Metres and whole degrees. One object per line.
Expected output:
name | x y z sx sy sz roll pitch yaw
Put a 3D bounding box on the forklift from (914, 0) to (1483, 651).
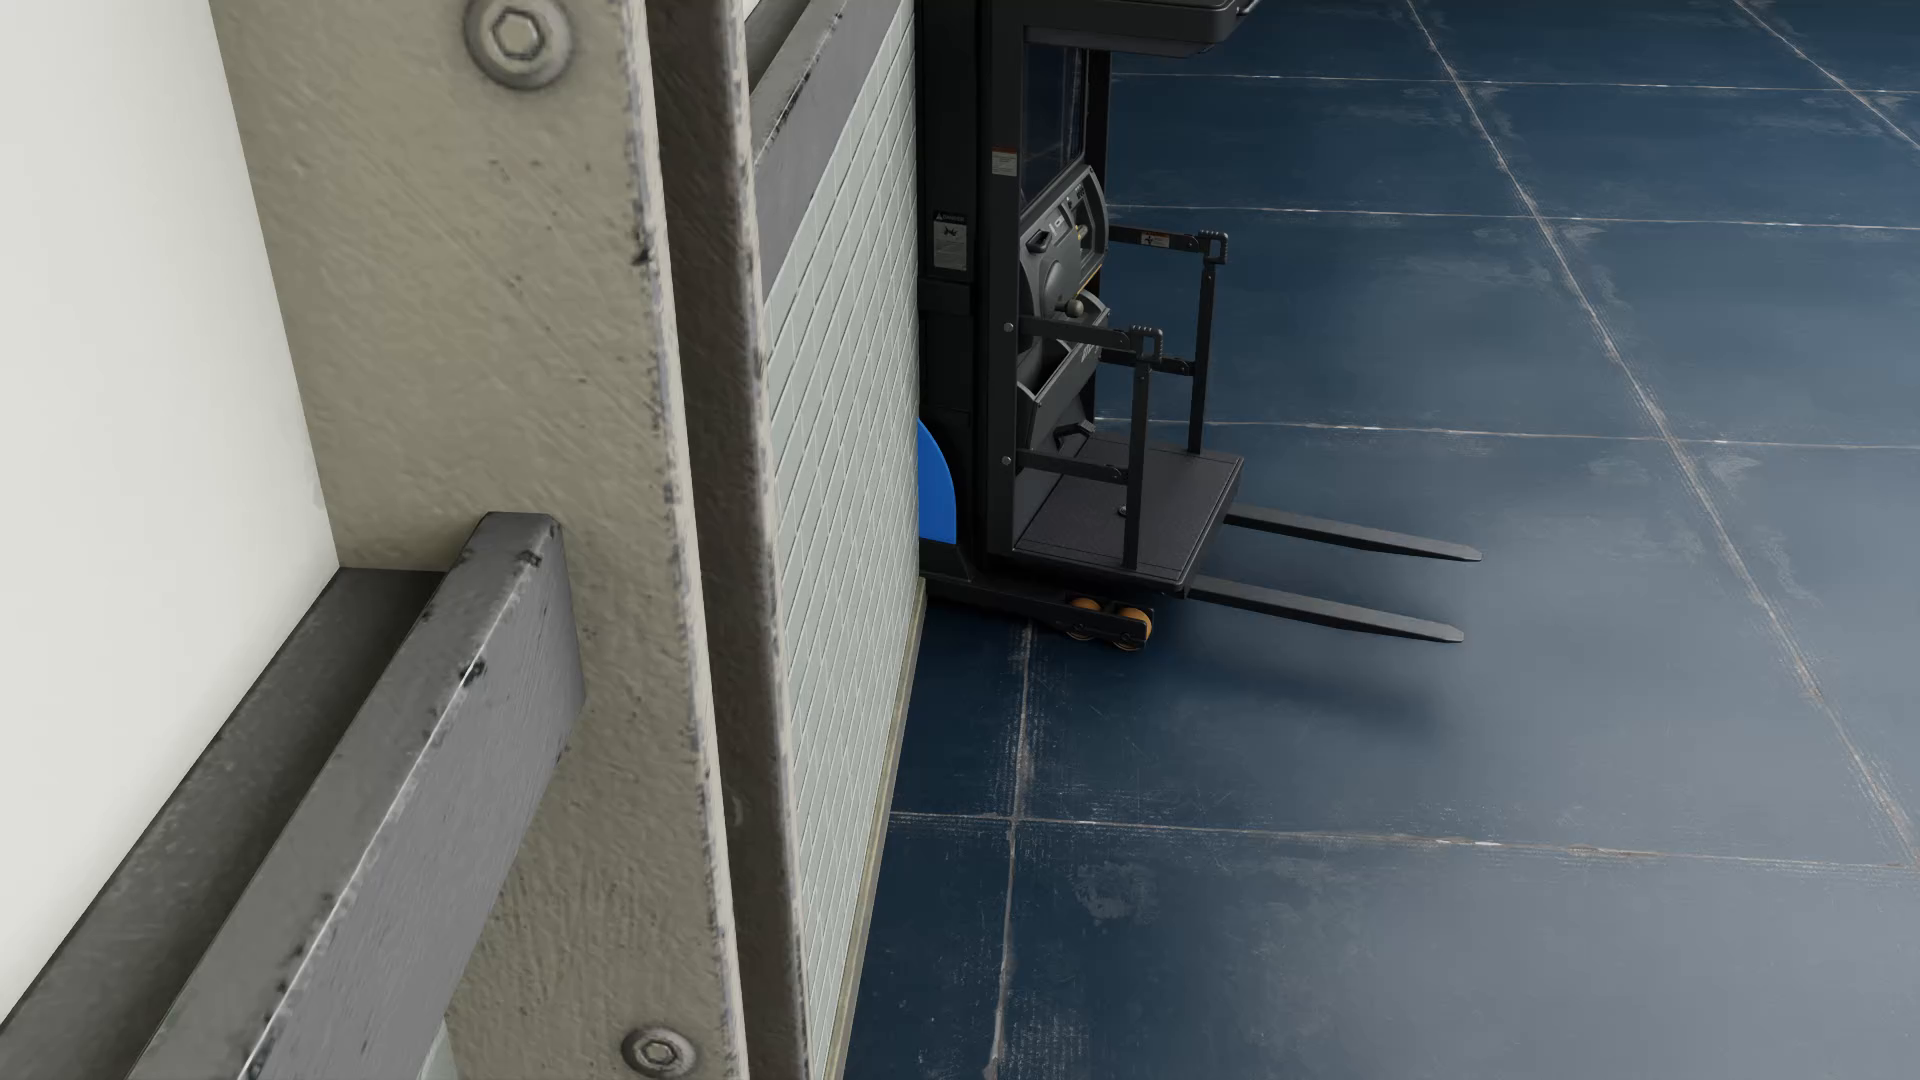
forklift | 0.587 -1.128 6.287 3.031 2.935 1.130 11 33 18
